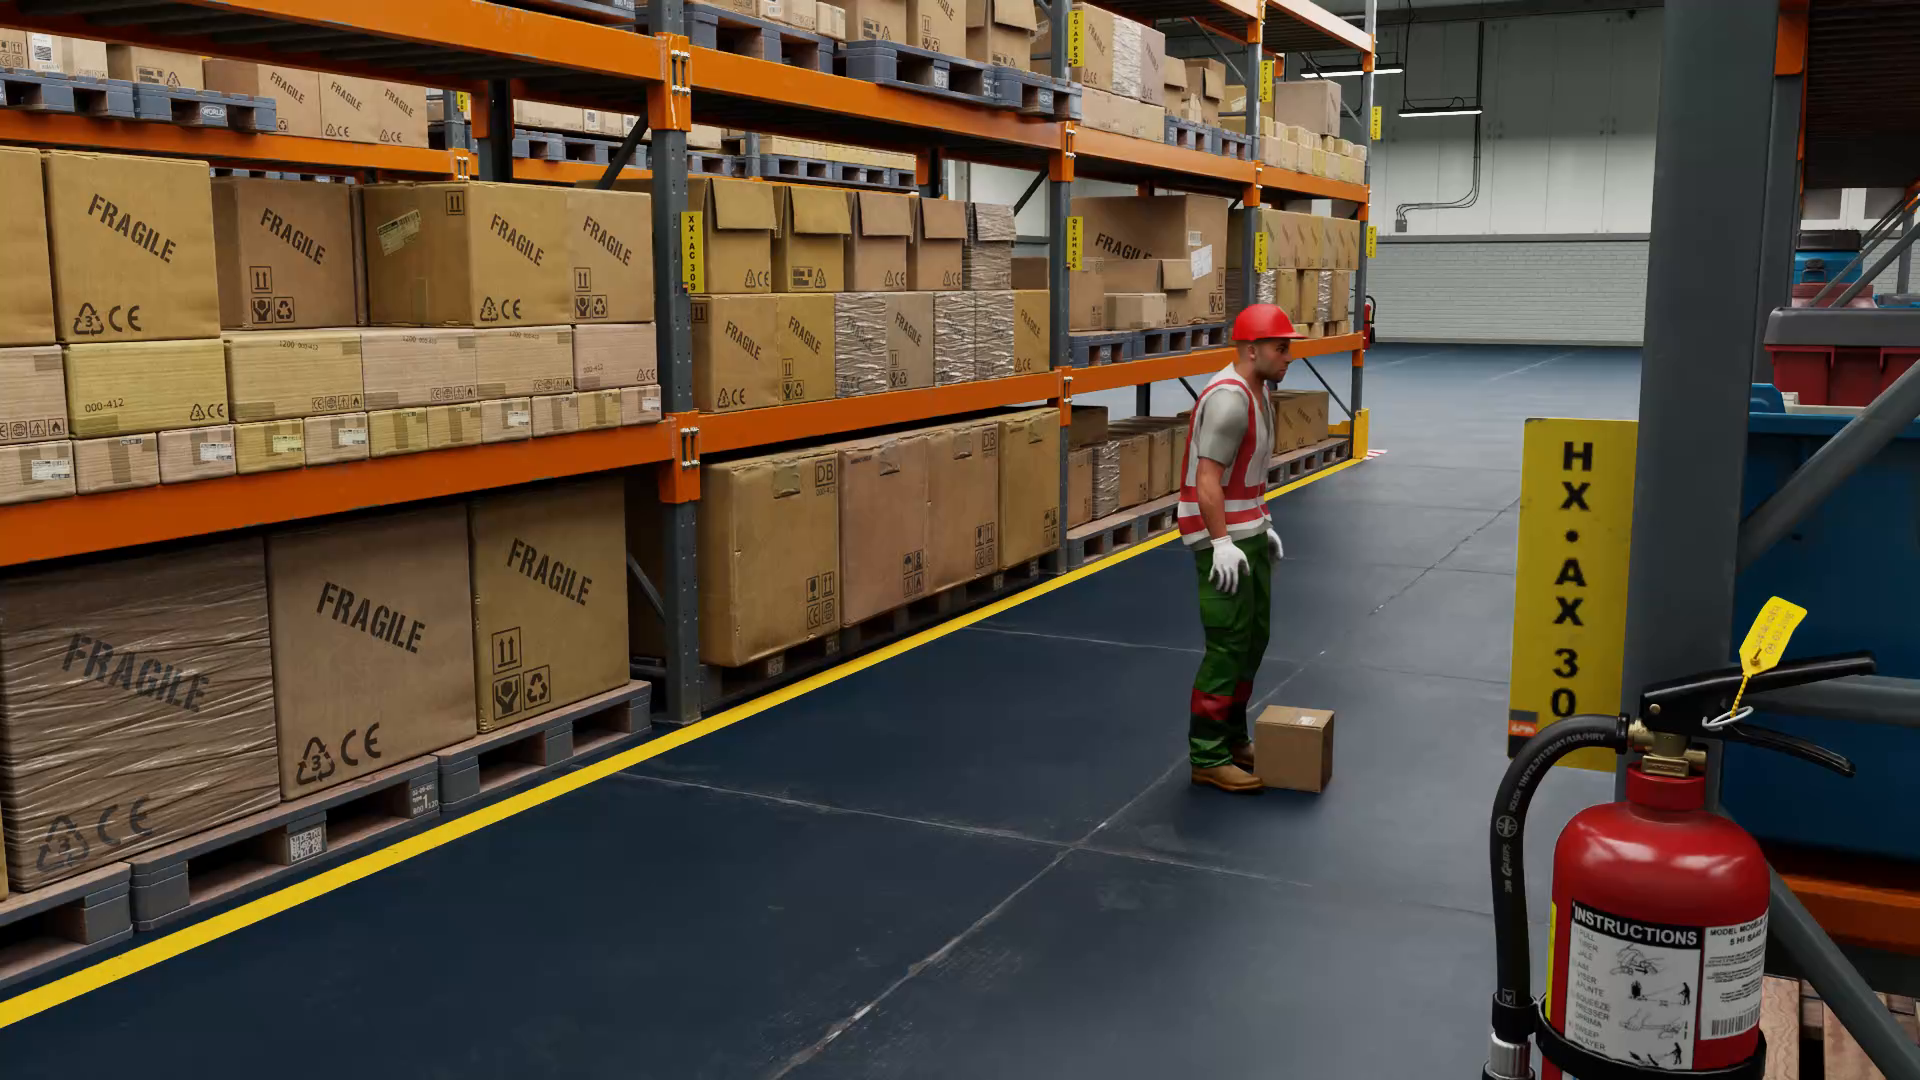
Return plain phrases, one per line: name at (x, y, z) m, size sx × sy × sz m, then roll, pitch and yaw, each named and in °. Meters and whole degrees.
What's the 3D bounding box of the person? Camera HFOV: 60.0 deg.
person at (1.052, 0.013, 6.232) m, size 0.448 × 1.780 × 0.608 m, roll 4°, pitch 10°, yaw 26°
